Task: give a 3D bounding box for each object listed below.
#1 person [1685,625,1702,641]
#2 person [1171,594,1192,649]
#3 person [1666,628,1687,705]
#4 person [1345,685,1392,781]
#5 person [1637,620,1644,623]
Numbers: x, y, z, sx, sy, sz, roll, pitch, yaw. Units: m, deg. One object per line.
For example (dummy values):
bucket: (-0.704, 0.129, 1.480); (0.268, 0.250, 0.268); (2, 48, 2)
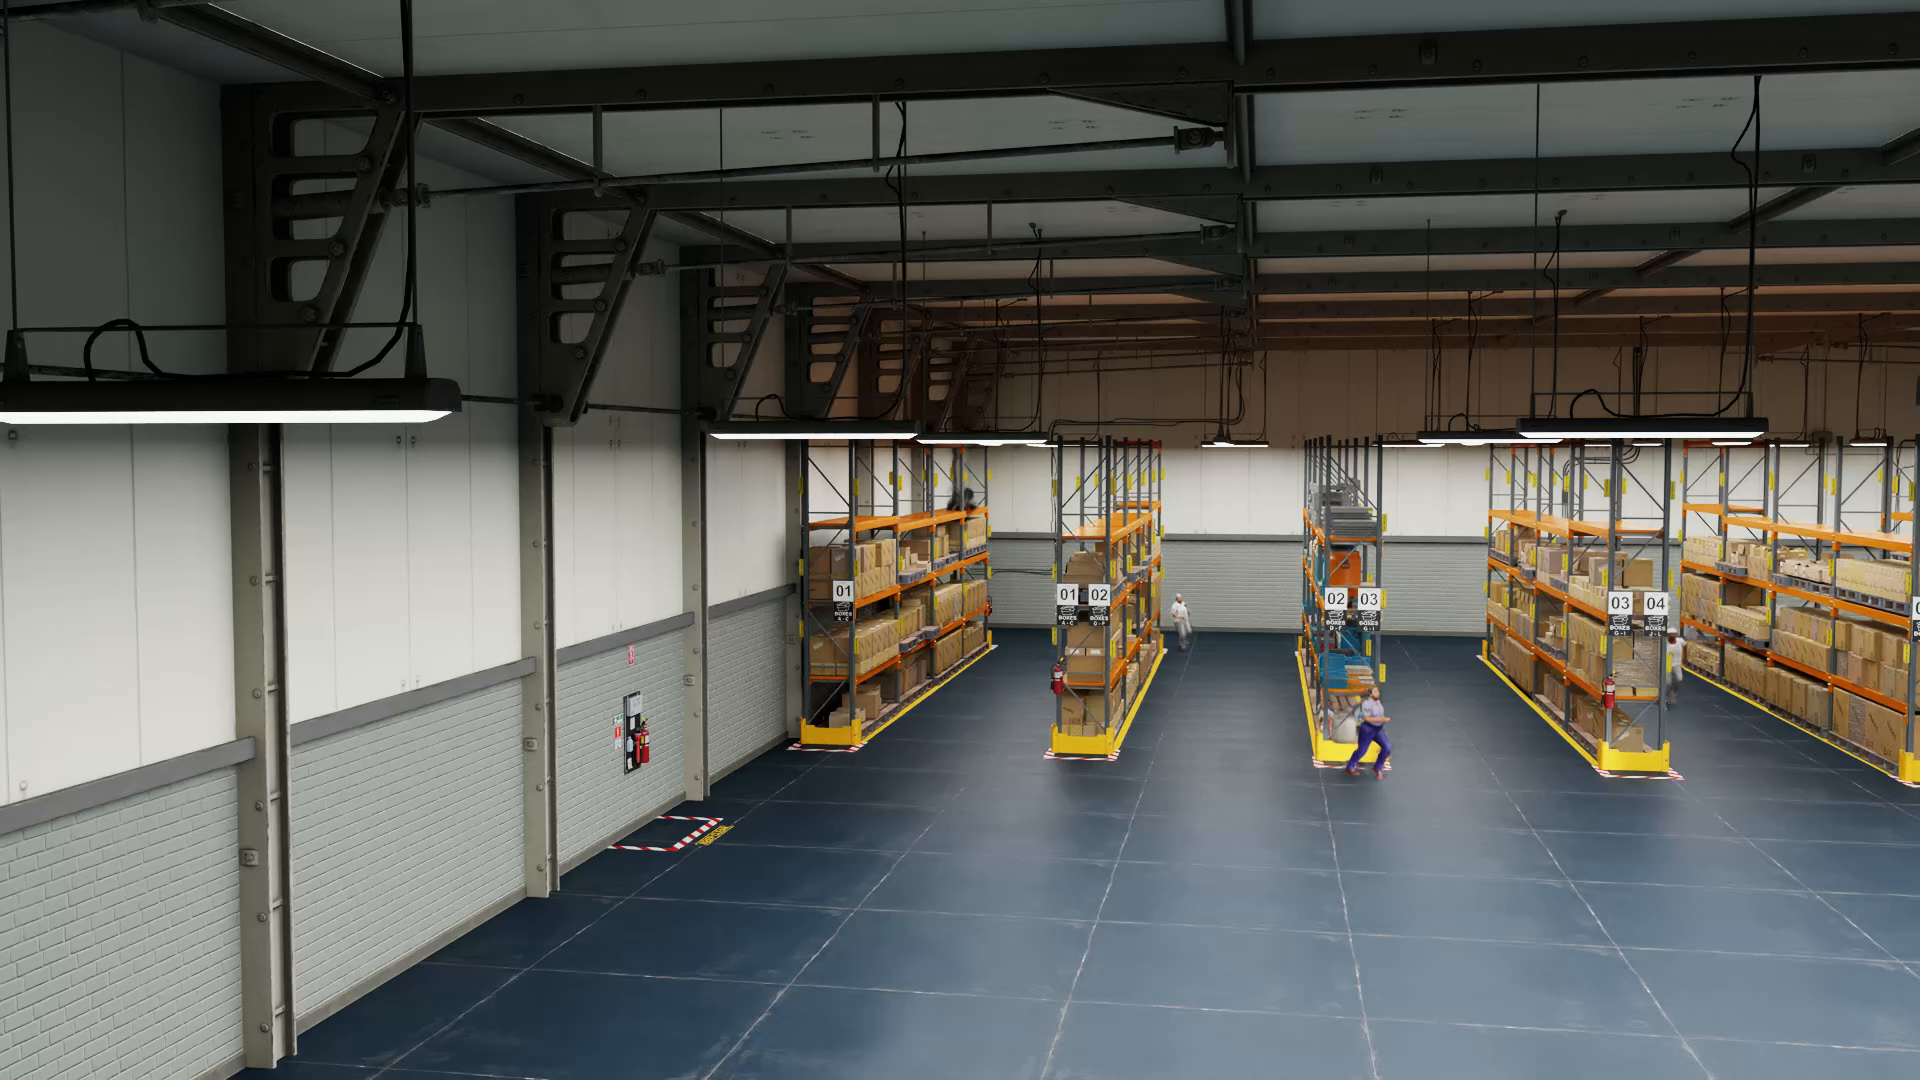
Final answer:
person: (20.279, 2.423, 45.858); (0.549, 1.657, 0.552); (-1, 3, -13)
person: (6.355, 2.338, 47.655); (0.589, 1.592, 0.553); (-1, 3, -24)
person: (15.988, 2.823, 37.313); (0.734, 1.744, 0.801); (0, 3, 7)
person: (7.137, 3.346, 28.861); (0.611, 1.669, 0.854); (-3, 4, -39)
person: (18.333, 2.441, 45.353); (0.575, 1.700, 0.749); (-2, 4, -36)
